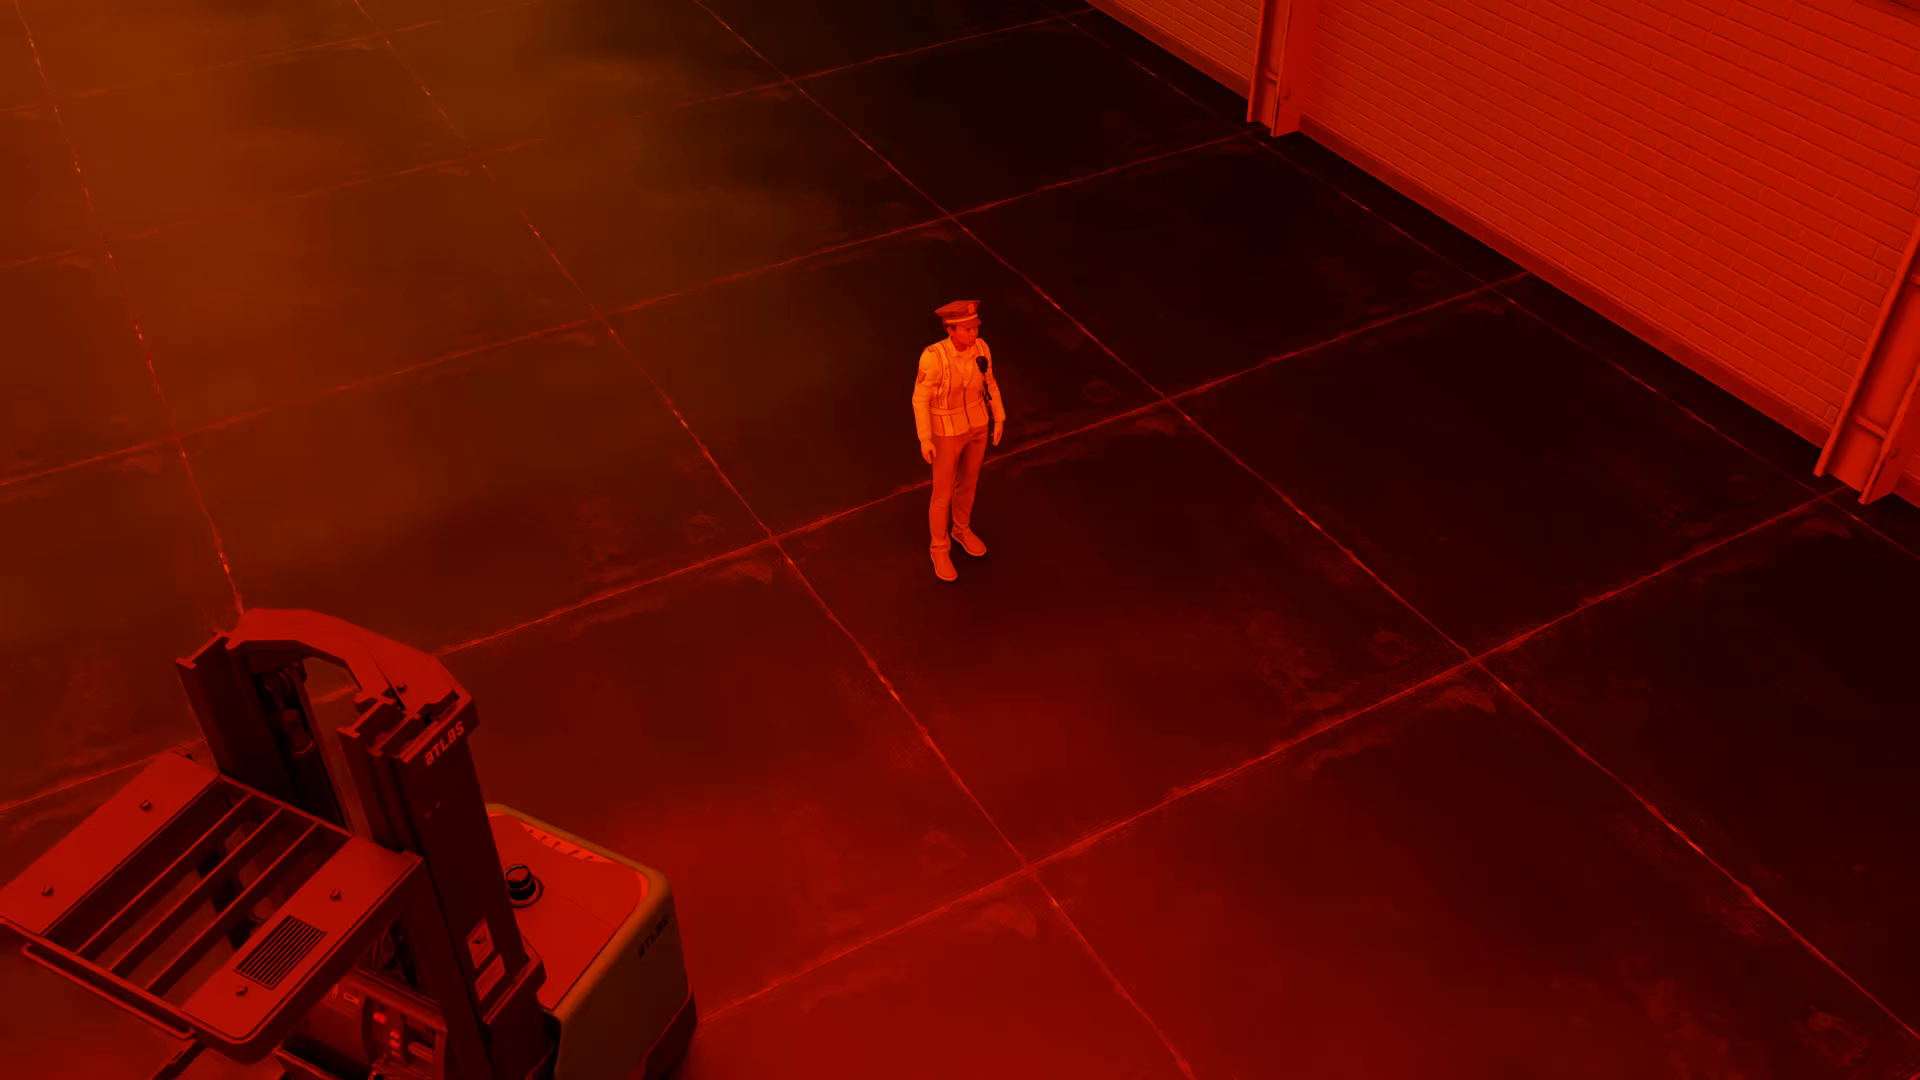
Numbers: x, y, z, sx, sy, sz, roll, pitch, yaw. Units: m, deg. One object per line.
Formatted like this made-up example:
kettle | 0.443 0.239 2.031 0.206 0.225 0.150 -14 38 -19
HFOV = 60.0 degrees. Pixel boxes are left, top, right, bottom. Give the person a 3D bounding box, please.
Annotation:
person | 0.029 -0.617 9.738 0.586 1.694 0.530 -20 44 -23

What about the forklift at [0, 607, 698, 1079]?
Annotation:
forklift | -2.306 1.809 5.855 1.130 2.935 3.031 18 43 20
